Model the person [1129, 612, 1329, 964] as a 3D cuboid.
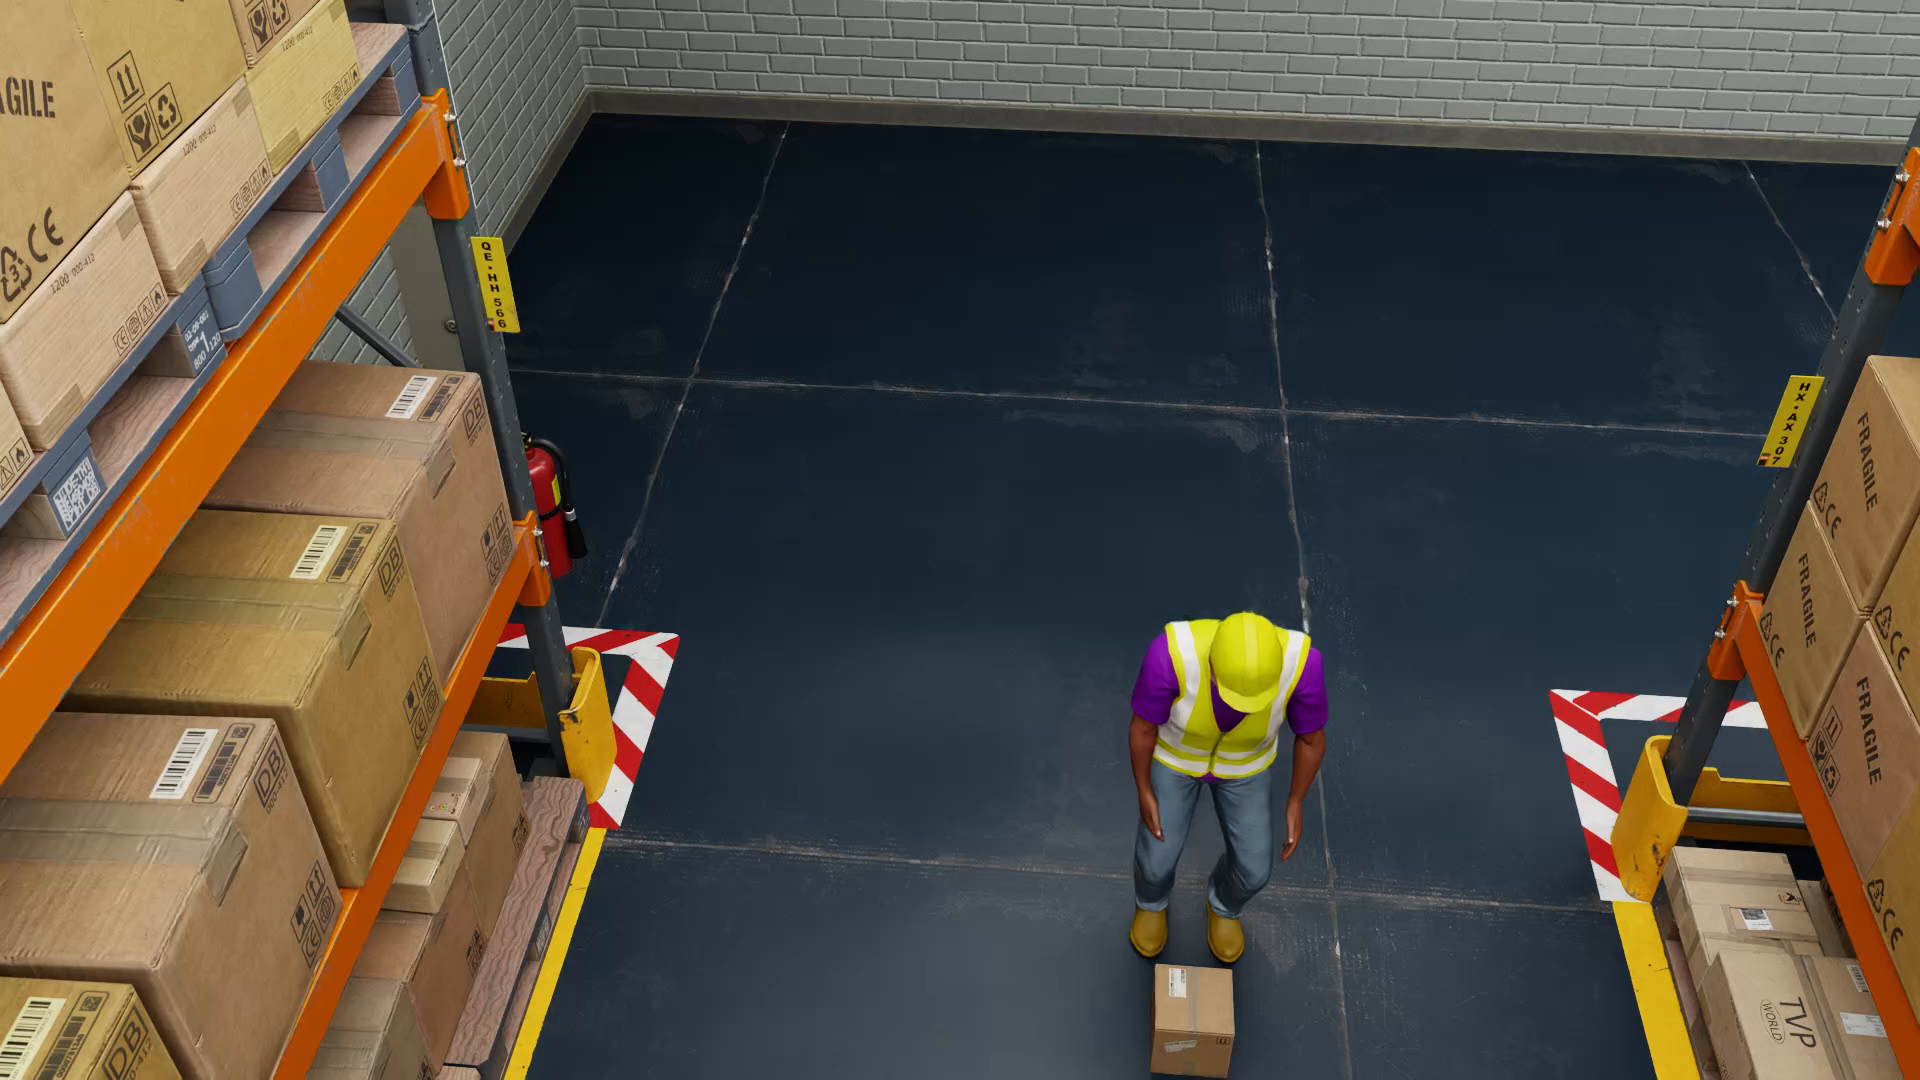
[{"bbox_3d":[0.835,0.757,5.335,0.613,1.633,0.576,4,40,5],"label":"person"}]
